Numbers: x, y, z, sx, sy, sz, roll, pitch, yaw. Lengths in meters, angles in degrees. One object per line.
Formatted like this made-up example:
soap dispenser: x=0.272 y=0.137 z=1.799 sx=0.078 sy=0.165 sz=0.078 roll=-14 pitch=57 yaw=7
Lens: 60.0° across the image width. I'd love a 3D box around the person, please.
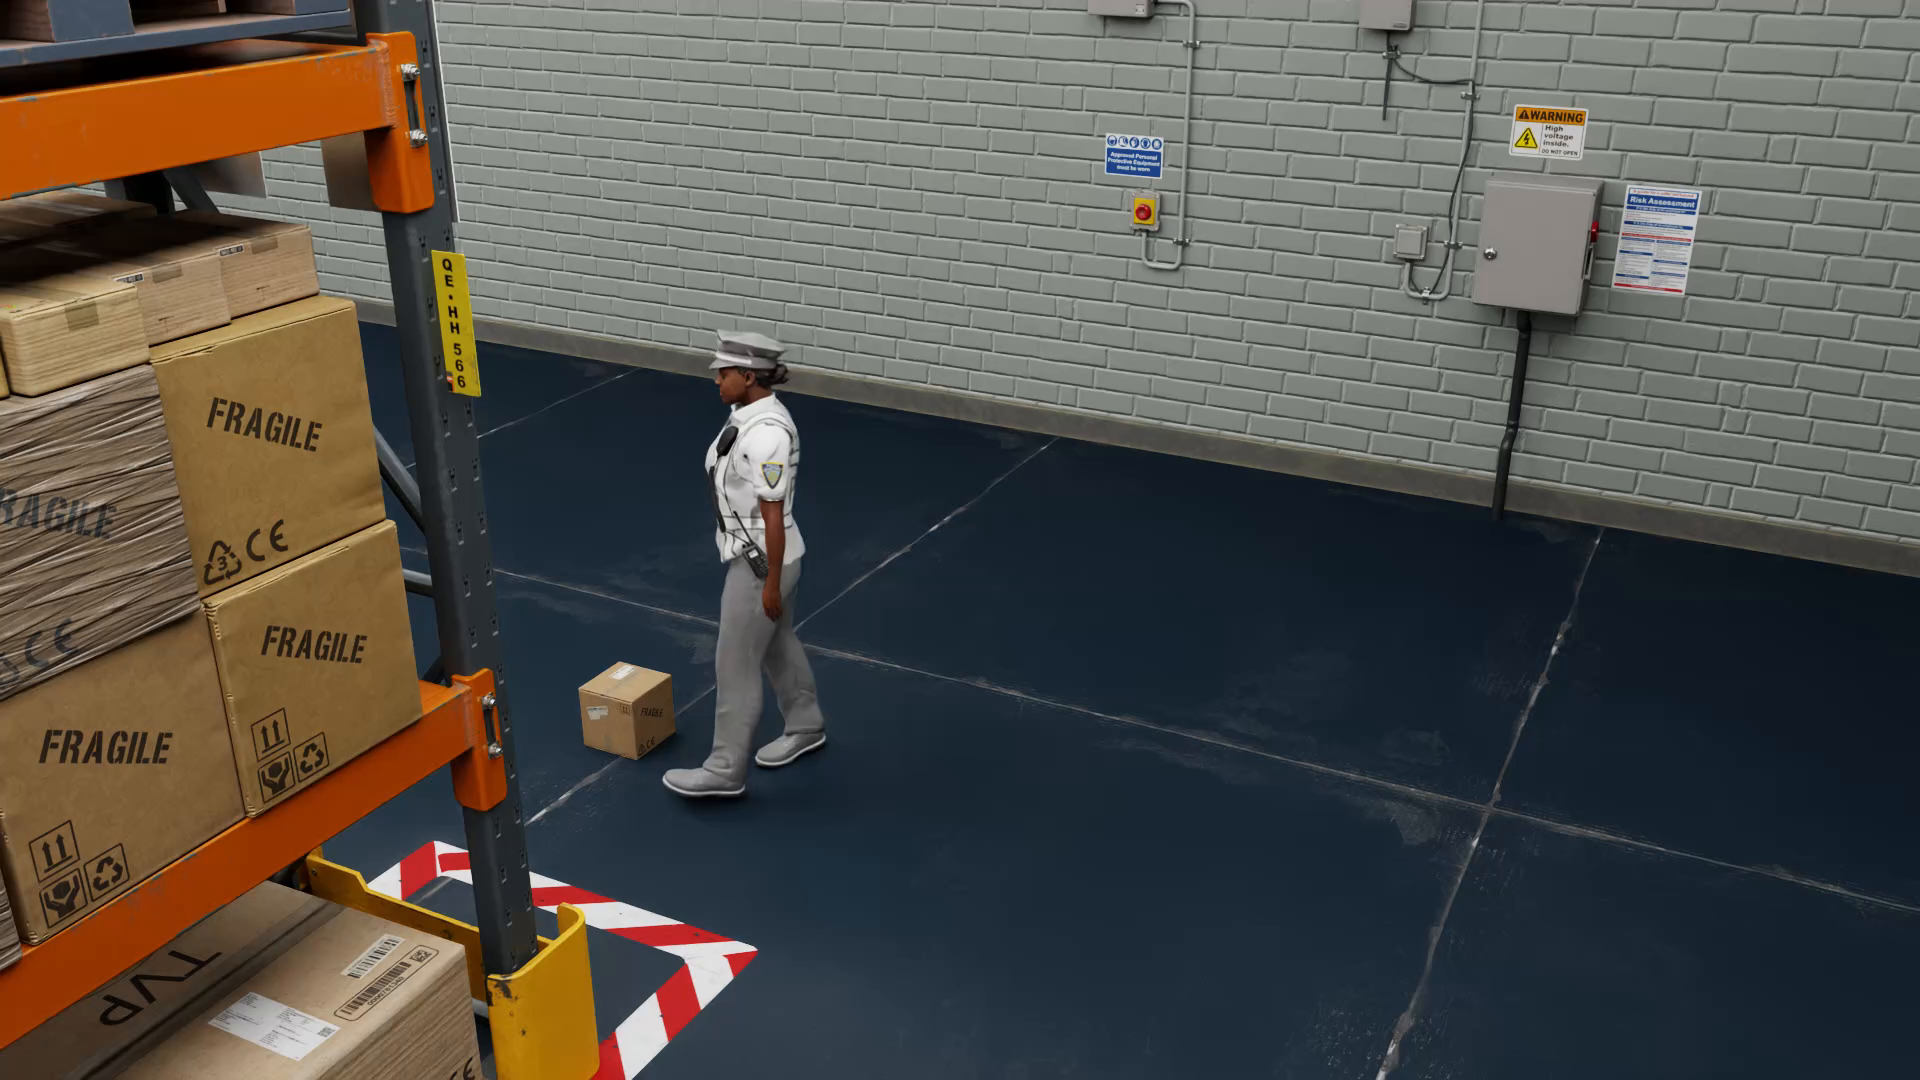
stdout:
person: x=-0.793 y=0.086 z=5.871 sx=0.626 sy=1.673 sz=0.468 roll=-5 pitch=23 yaw=-11
